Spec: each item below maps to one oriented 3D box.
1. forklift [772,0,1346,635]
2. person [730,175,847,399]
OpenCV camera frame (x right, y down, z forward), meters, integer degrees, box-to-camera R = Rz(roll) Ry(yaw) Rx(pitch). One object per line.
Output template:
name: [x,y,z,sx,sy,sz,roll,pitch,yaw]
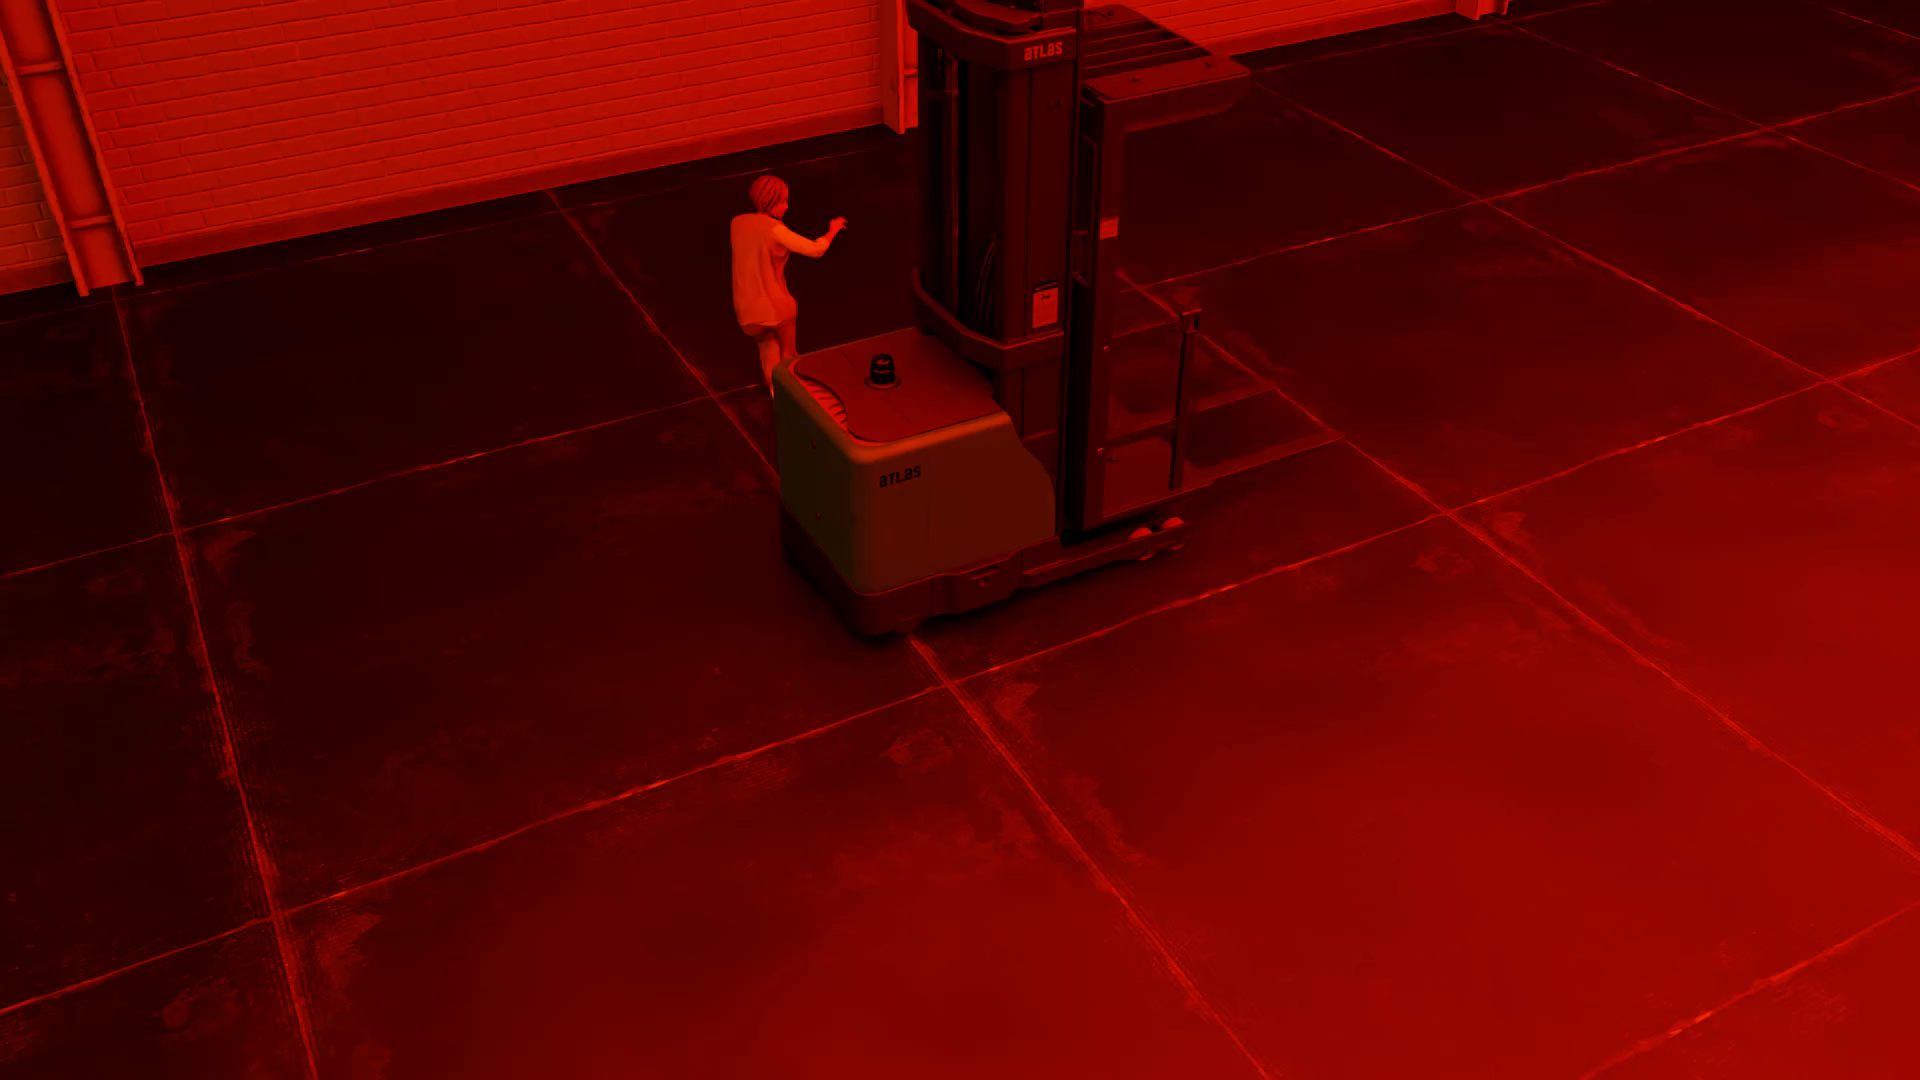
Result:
forklift: [0.622,-1.343,8.023,3.031,2.935,1.130,-17,39,-23]
person: [-0.974,-1.480,9.618,0.674,1.340,0.988,5,36,7]
